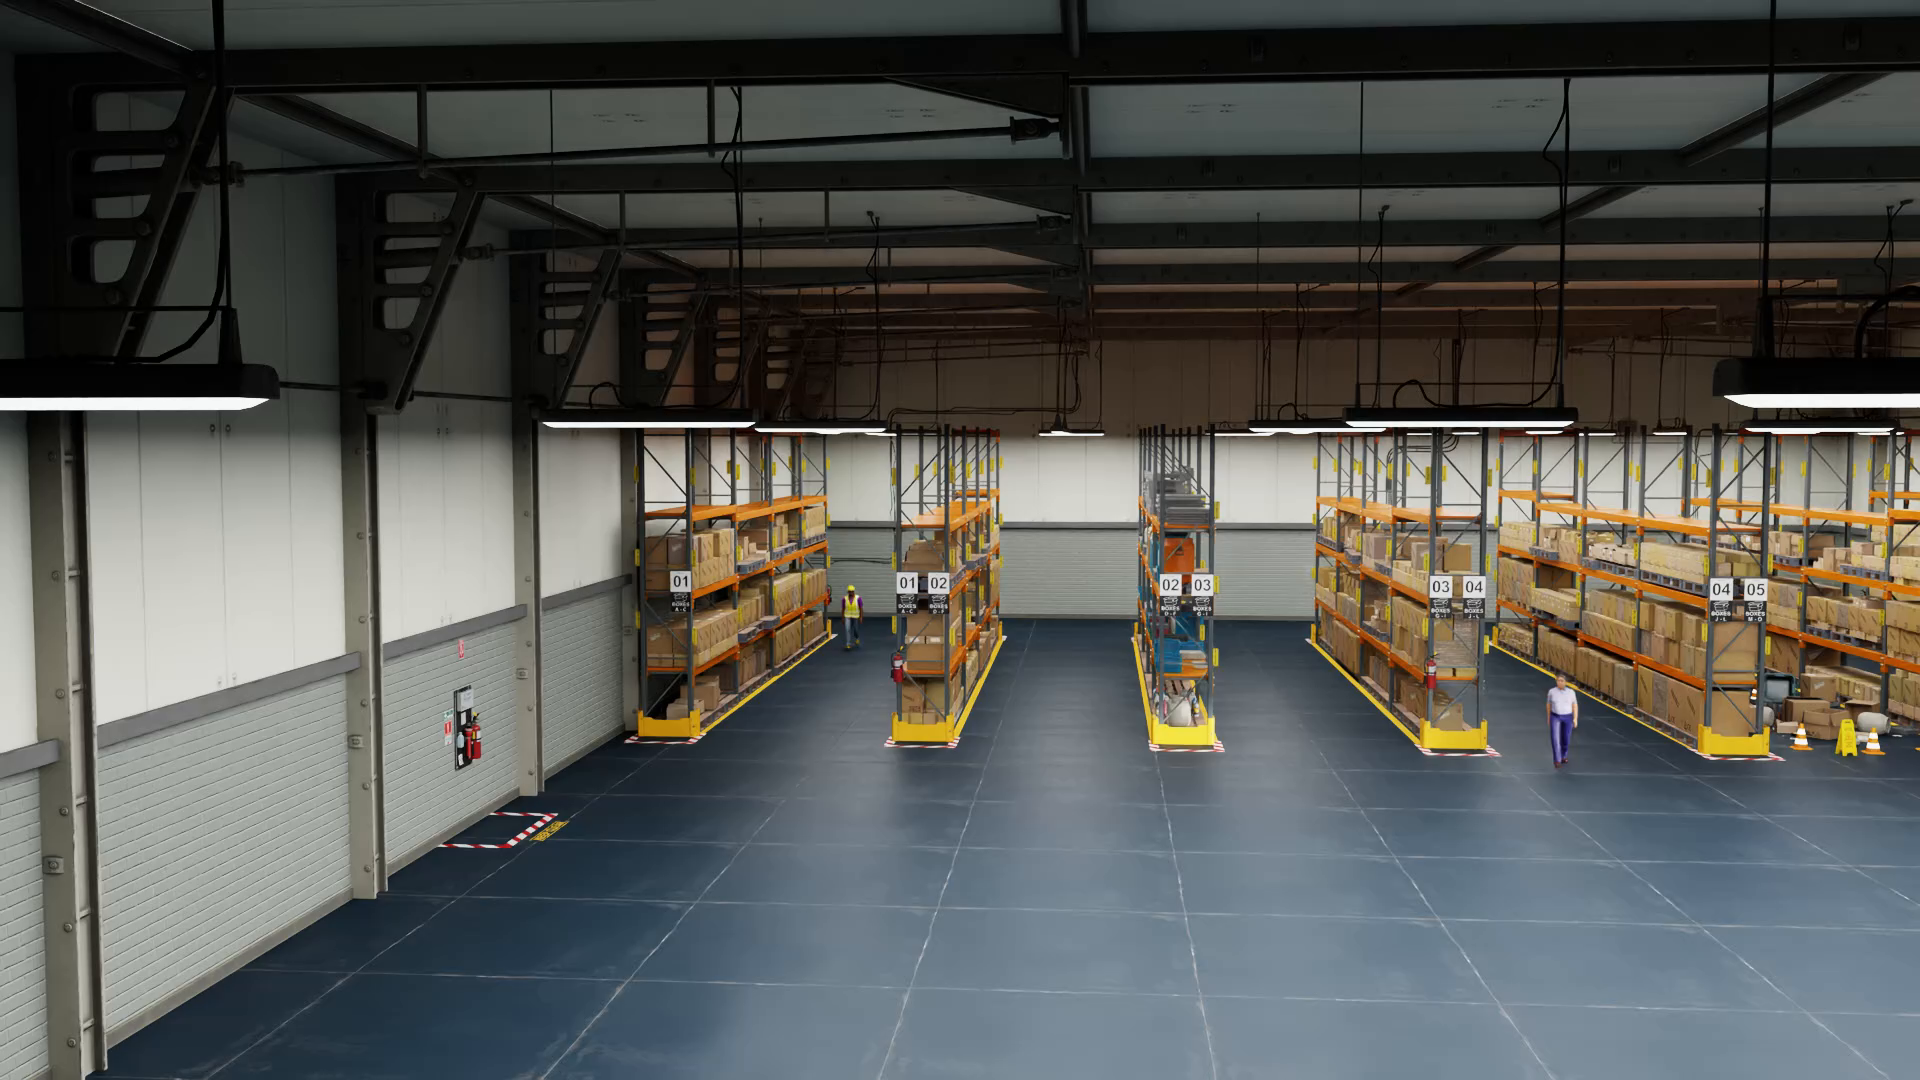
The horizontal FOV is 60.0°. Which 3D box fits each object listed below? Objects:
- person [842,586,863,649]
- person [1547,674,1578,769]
[{"bbox_3d":[-2.939,2.097,45.375,0.573,1.725,0.932,0,3,1],"label":"person"},{"bbox_3d":[10.491,3.138,28.946,0.501,1.596,0.940,1,4,14],"label":"person"}]
